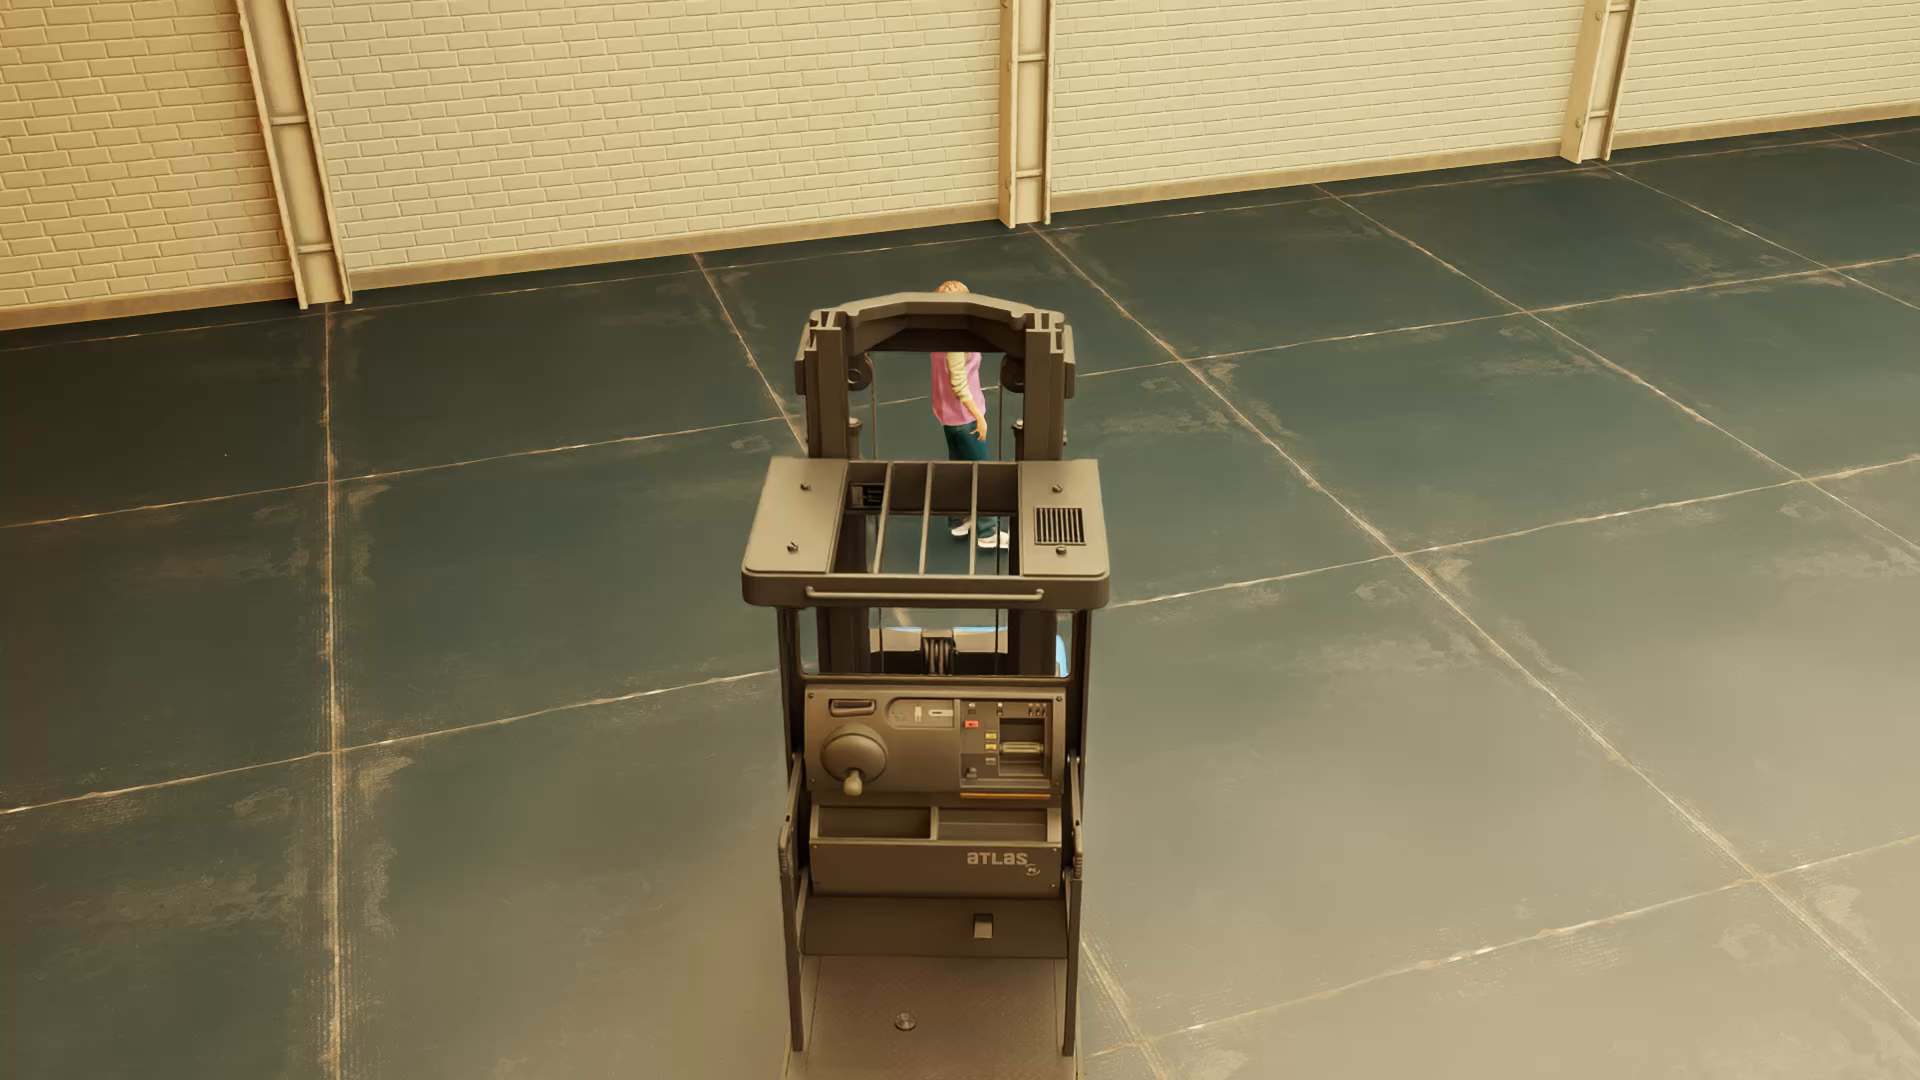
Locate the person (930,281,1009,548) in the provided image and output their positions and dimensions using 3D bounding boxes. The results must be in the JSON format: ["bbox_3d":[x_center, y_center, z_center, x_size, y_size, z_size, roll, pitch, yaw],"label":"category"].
[{"bbox_3d":[0.074,-0.738,9.613,0.475,1.597,0.520,-10,31,-16],"label":"person"}]

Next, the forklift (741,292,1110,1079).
[{"bbox_3d":[-0.093,0.767,5.753,1.130,2.935,3.031,1,30,1],"label":"forklift"}]
